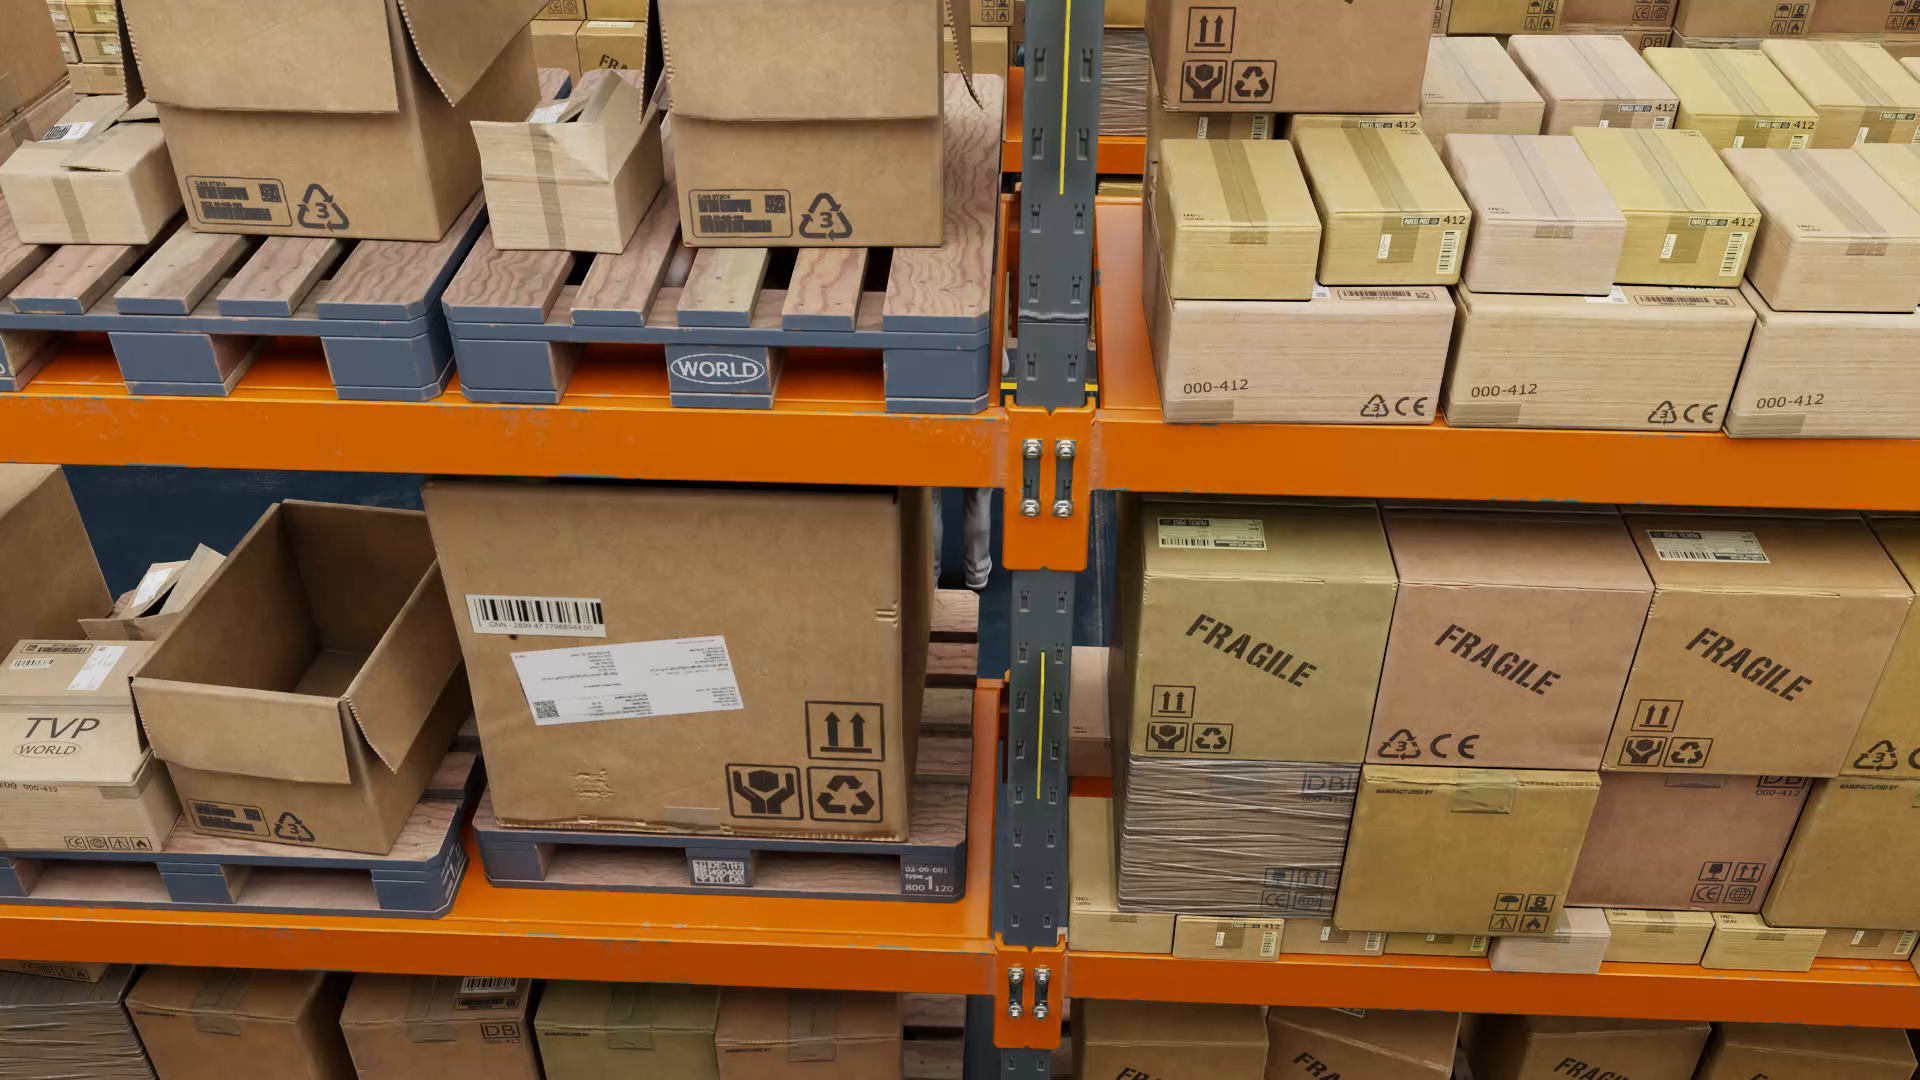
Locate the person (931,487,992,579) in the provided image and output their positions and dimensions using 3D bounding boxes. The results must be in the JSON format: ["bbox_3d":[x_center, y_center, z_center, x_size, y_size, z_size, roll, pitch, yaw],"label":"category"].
[{"bbox_3d":[-0.029,-0.562,6.848,0.361,1.622,0.543,2,36,2],"label":"person"}]
